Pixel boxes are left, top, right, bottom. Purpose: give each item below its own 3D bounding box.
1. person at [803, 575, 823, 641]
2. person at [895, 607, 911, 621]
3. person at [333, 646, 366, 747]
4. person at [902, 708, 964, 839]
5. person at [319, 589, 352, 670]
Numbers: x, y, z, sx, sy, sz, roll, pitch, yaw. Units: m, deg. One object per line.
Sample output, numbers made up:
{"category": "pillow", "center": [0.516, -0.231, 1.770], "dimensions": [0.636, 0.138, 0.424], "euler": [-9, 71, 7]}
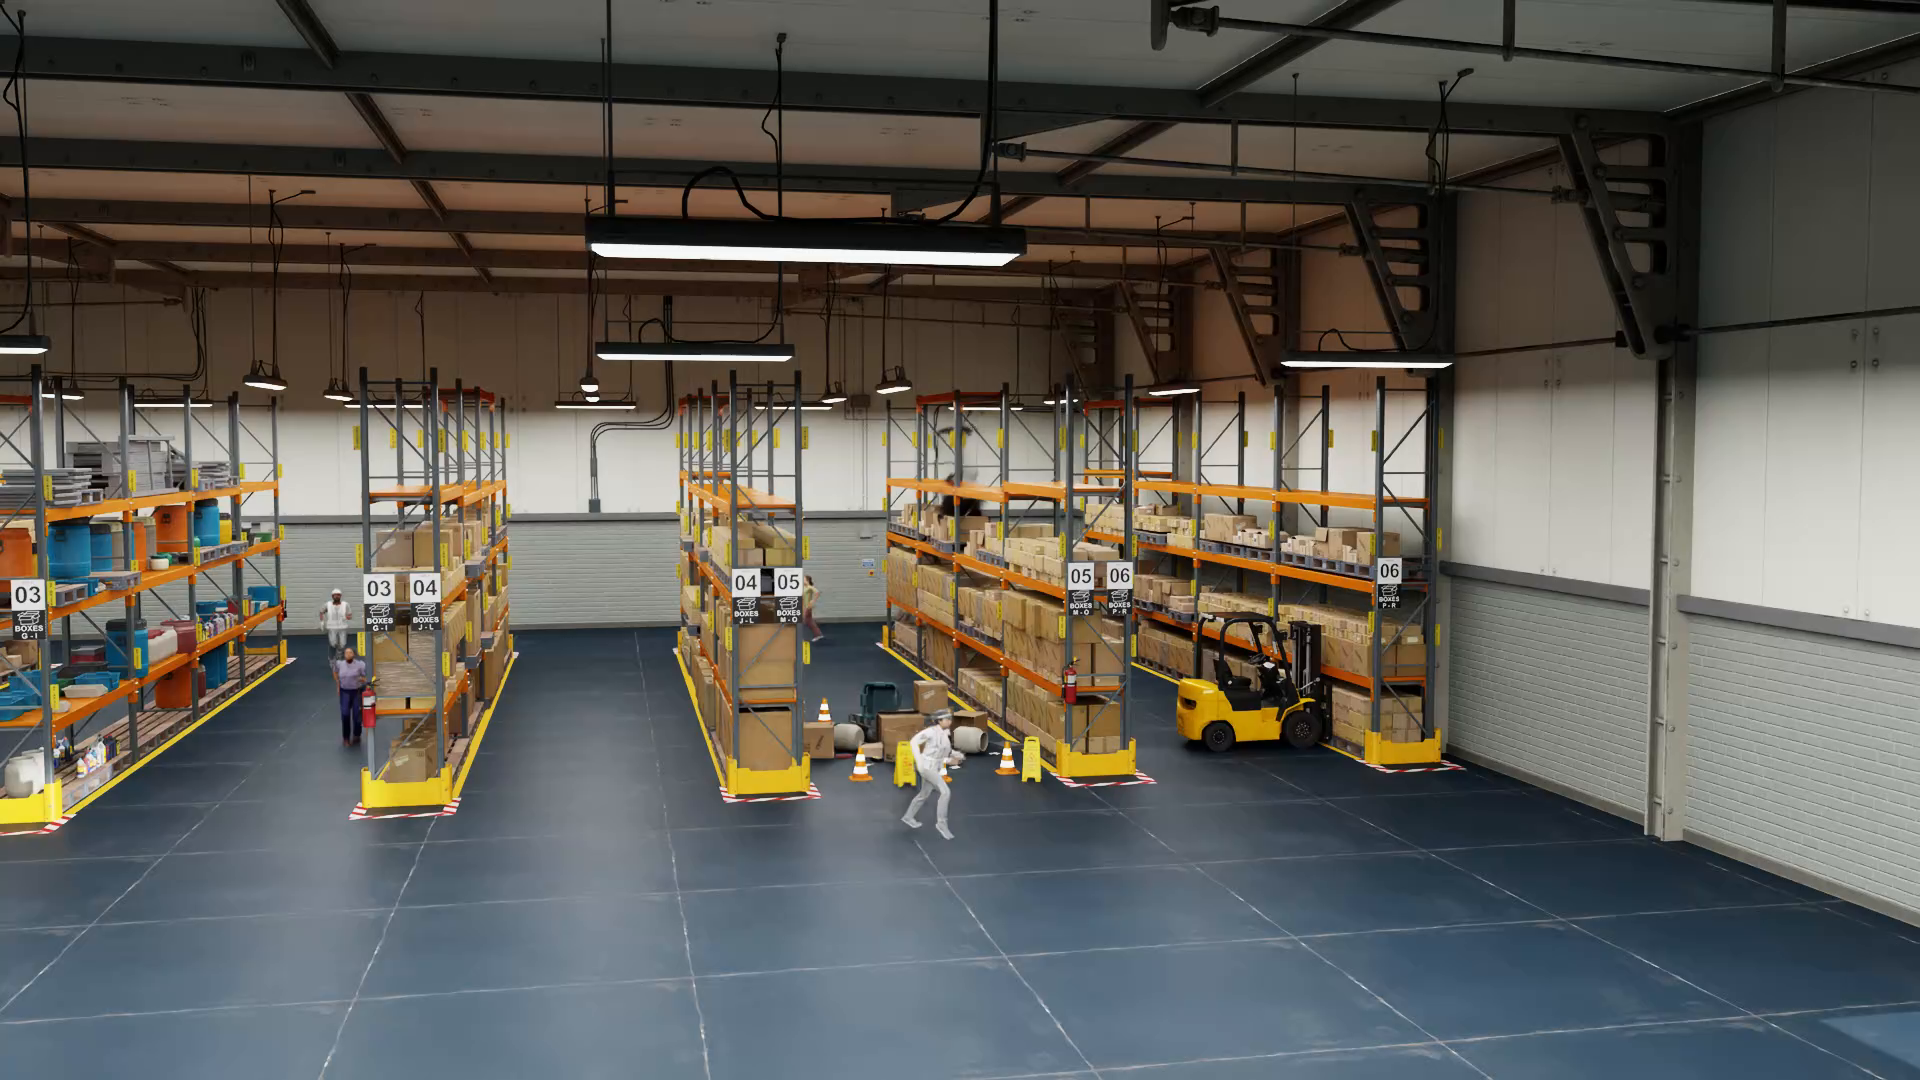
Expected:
{"category": "person", "center": [-3.746, 1.848, 40.965], "dimensions": [0.776, 1.465, 0.566], "euler": [-1, 4, -18]}
{"category": "person", "center": [-1.352, 1.694, 41.683], "dimensions": [0.598, 1.678, 0.664], "euler": [-1, 4, -15]}
{"category": "person", "center": [-9.995, 2.580, 27.313], "dimensions": [0.602, 1.685, 0.766], "euler": [-1, 4, -14]}
{"category": "person", "center": [-0.386, 2.938, 21.123], "dimensions": [0.864, 1.670, 0.631], "euler": [2, 4, 31]}
{"category": "person", "center": [-13.602, 1.954, 36.294], "dimensions": [0.662, 1.765, 0.677], "euler": [-2, 4, -29]}
